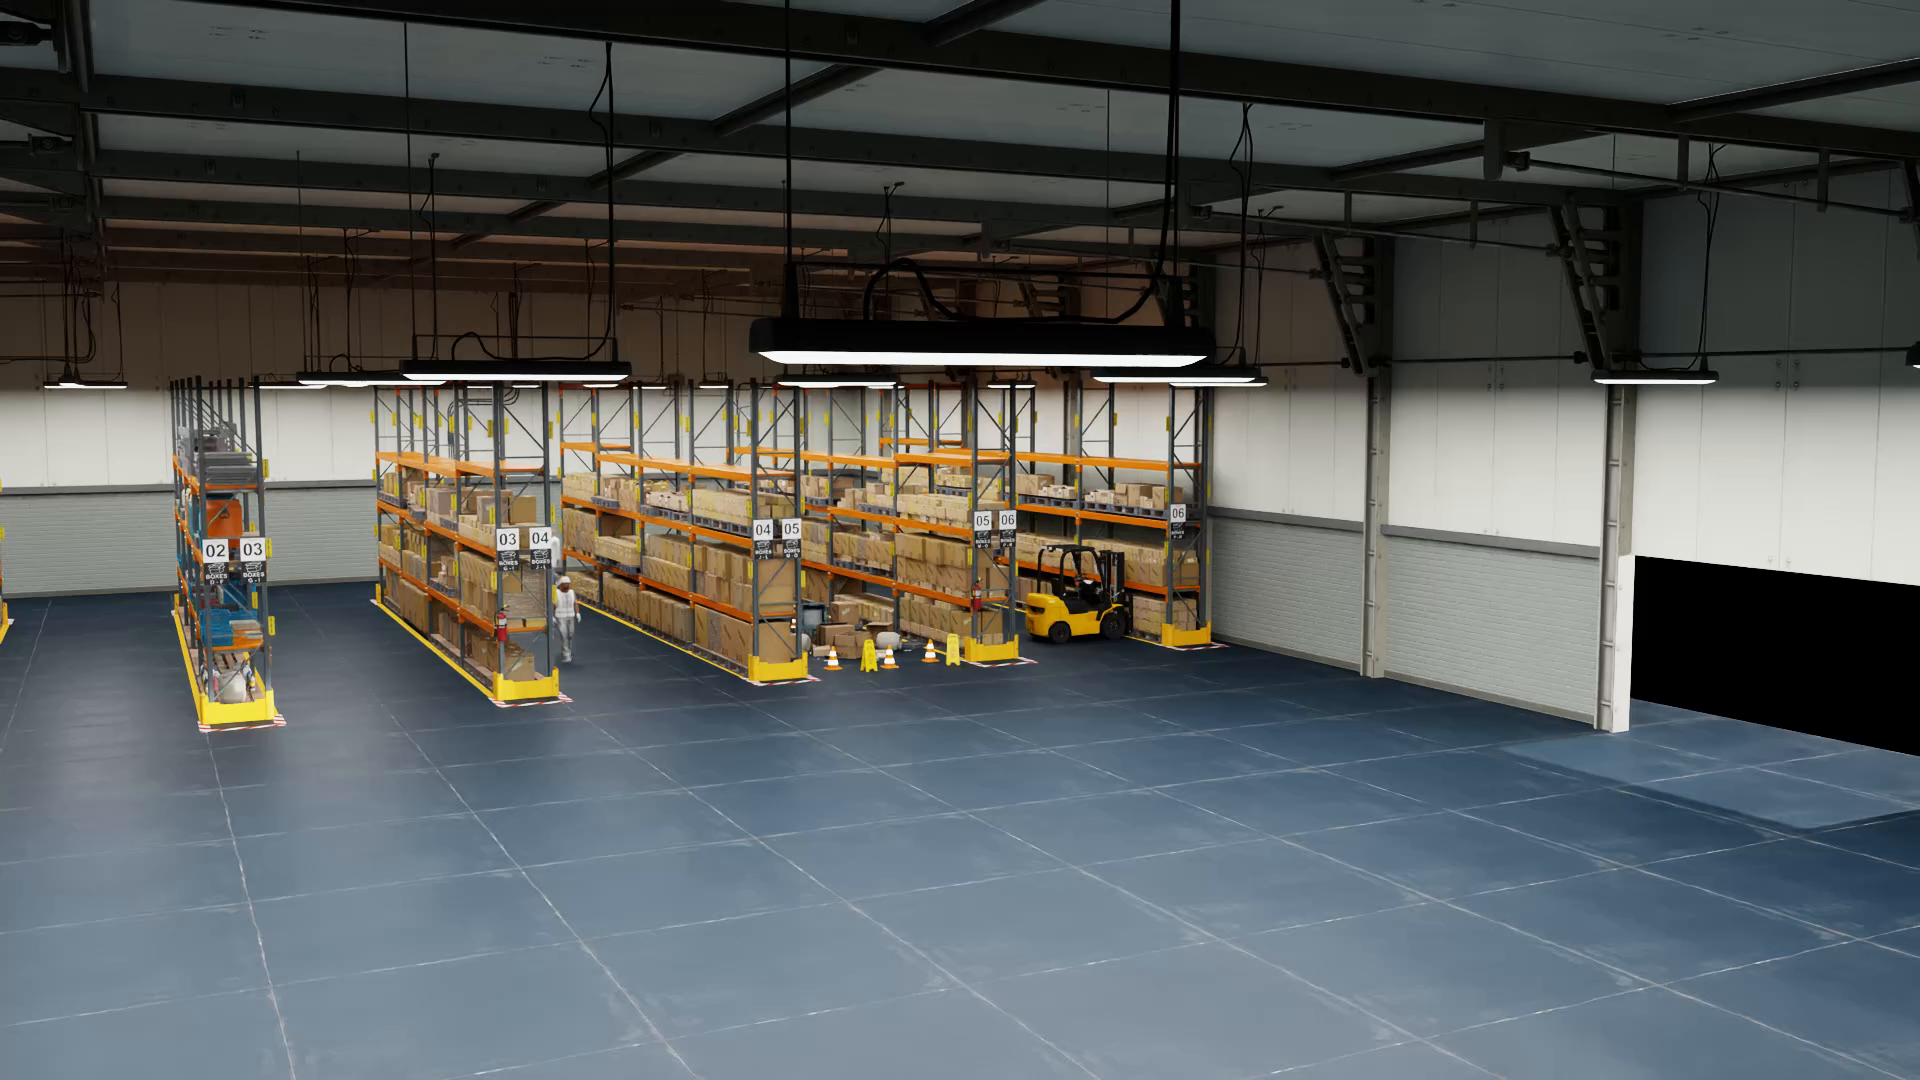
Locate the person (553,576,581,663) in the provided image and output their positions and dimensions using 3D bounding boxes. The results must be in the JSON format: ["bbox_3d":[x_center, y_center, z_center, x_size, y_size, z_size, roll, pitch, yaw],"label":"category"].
[{"bbox_3d":[-8.376,1.688,35.528,0.589,1.789,0.737,-4,6,-38],"label":"person"}]

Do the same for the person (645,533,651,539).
[{"bbox_3d":[-8.725,0.702,46.660,0.610,1.765,0.513,0,5,-1],"label":"person"}]

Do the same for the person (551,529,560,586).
[{"bbox_3d":[-11.835,0.547,48.261,0.593,1.765,0.812,4,7,39],"label":"person"}]
